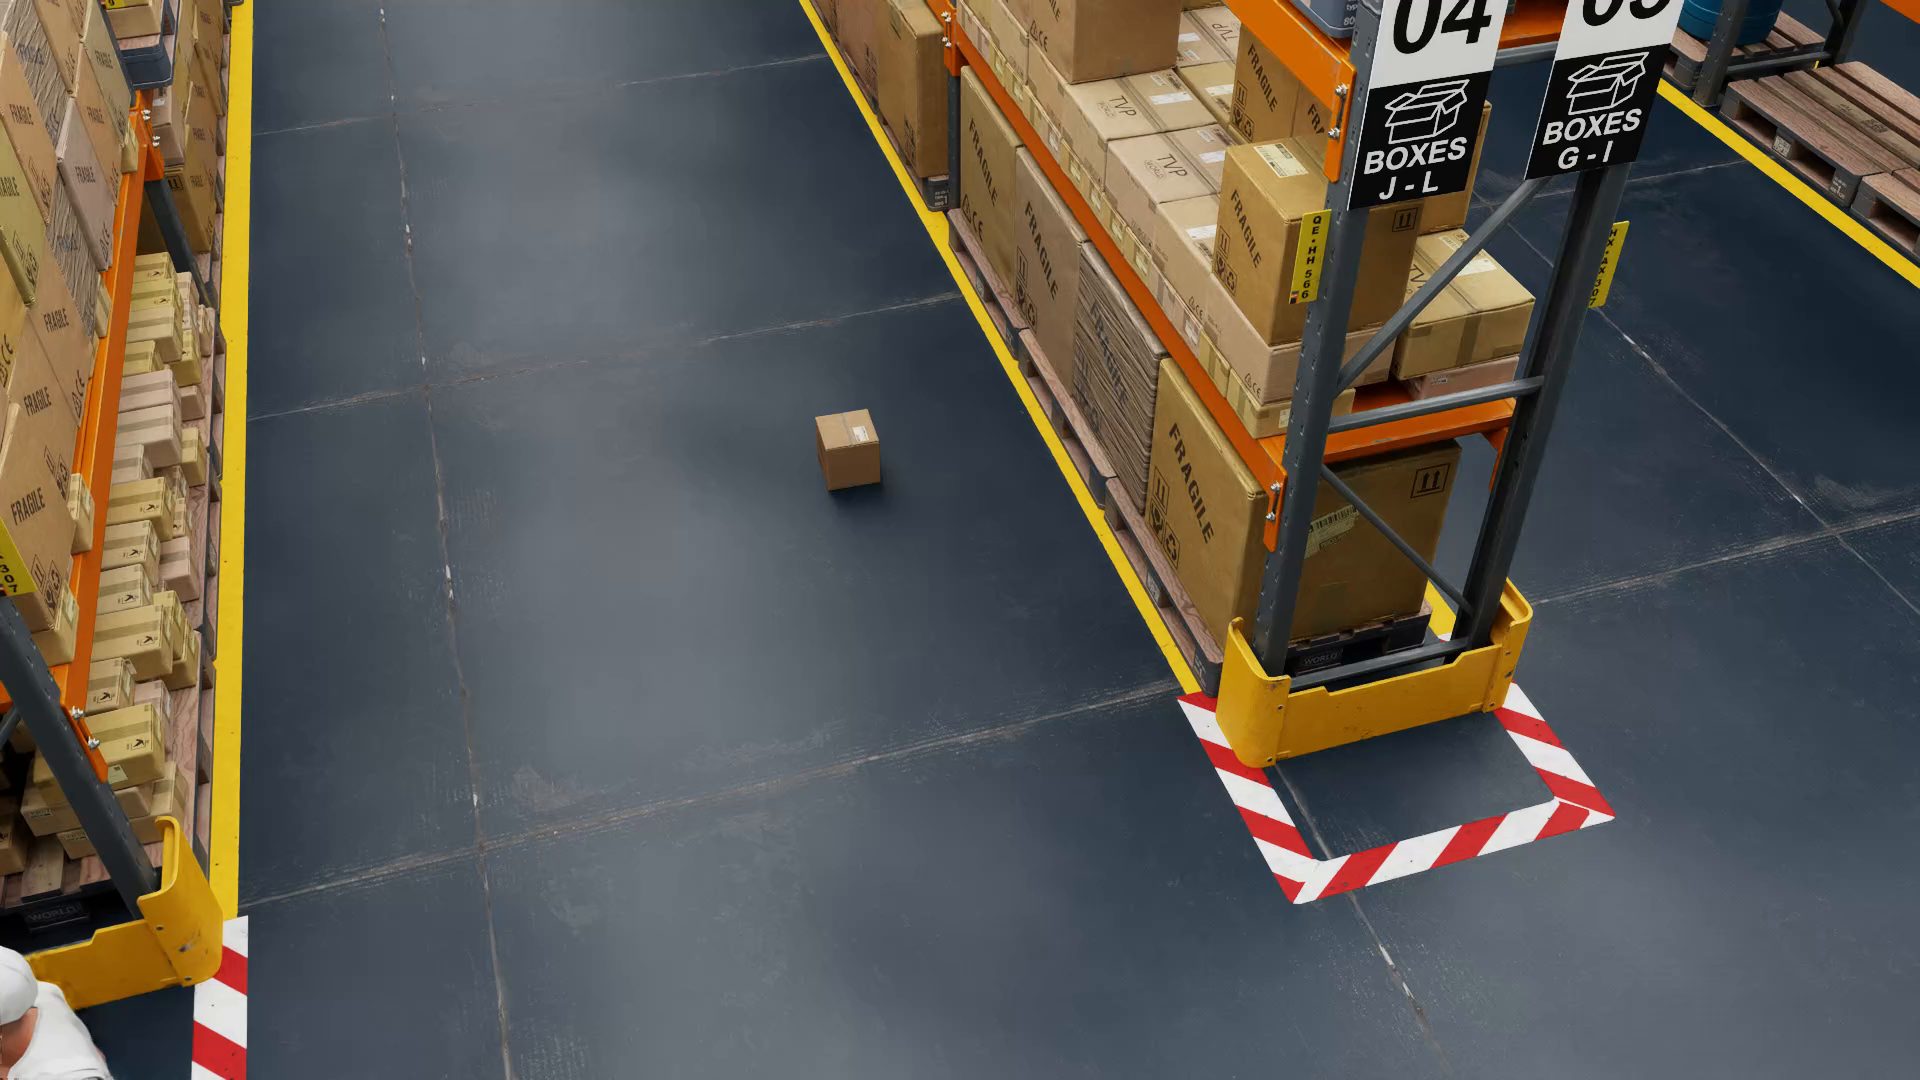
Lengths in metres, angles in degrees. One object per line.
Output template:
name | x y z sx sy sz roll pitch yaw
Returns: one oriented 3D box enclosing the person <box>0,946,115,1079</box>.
person | -2.264 1.667 4.301 0.573 1.745 1.059 31 50 30
